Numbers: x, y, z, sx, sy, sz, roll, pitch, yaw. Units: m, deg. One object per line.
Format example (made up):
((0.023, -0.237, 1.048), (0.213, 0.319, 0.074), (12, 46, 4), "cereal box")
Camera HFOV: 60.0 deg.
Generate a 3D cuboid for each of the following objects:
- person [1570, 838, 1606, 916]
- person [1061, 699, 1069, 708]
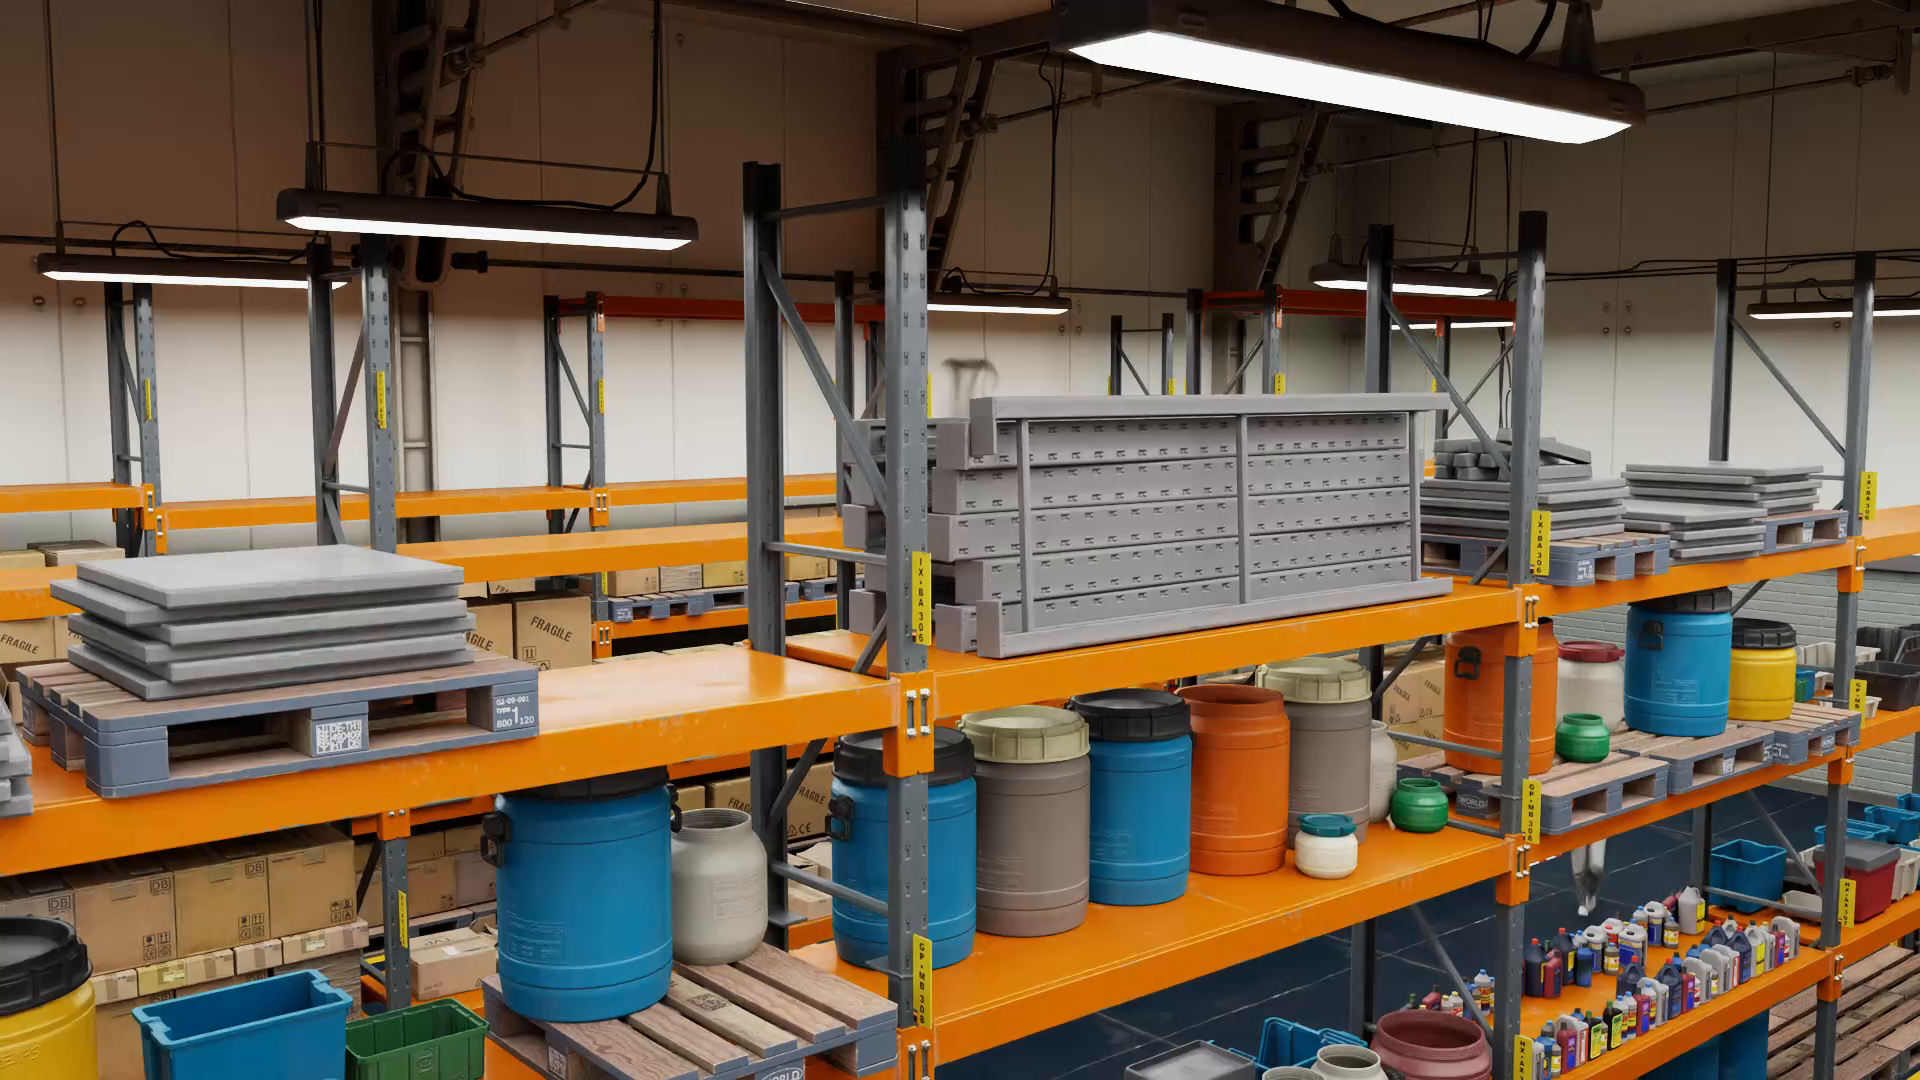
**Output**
((6.027, 2.820, 15.974), (0.586, 1.634, 0.546), (2, 6, 23), "person")
((1.223, 2.570, 18.145), (0.703, 1.723, 0.587), (4, 7, 39), "person")
